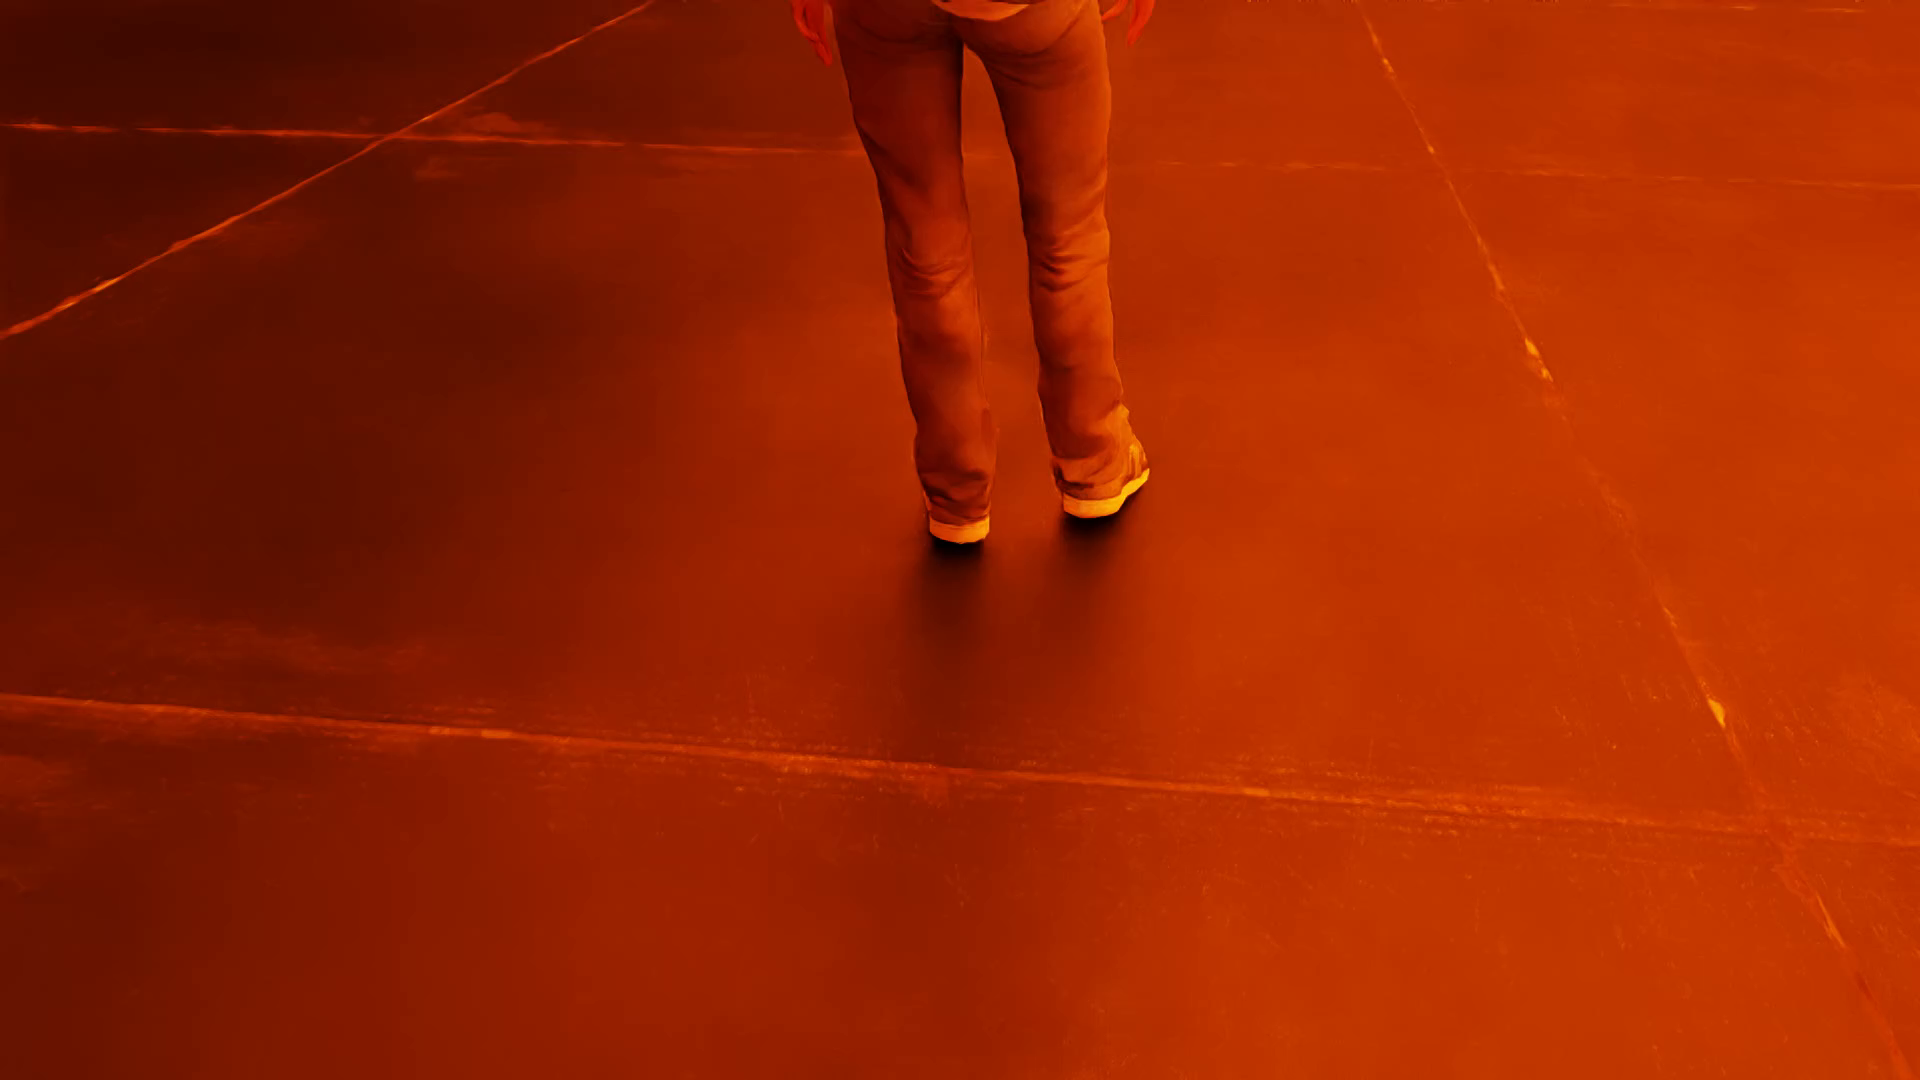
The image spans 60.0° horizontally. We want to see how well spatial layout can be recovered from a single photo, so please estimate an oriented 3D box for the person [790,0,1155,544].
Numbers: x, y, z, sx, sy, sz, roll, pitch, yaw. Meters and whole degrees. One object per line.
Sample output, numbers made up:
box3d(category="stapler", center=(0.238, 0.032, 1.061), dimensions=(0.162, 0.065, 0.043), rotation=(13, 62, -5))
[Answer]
box3d(category="person", center=(0.024, -0.753, 2.205), dimensions=(0.521, 1.597, 0.474), rotation=(3, 27, 7))
